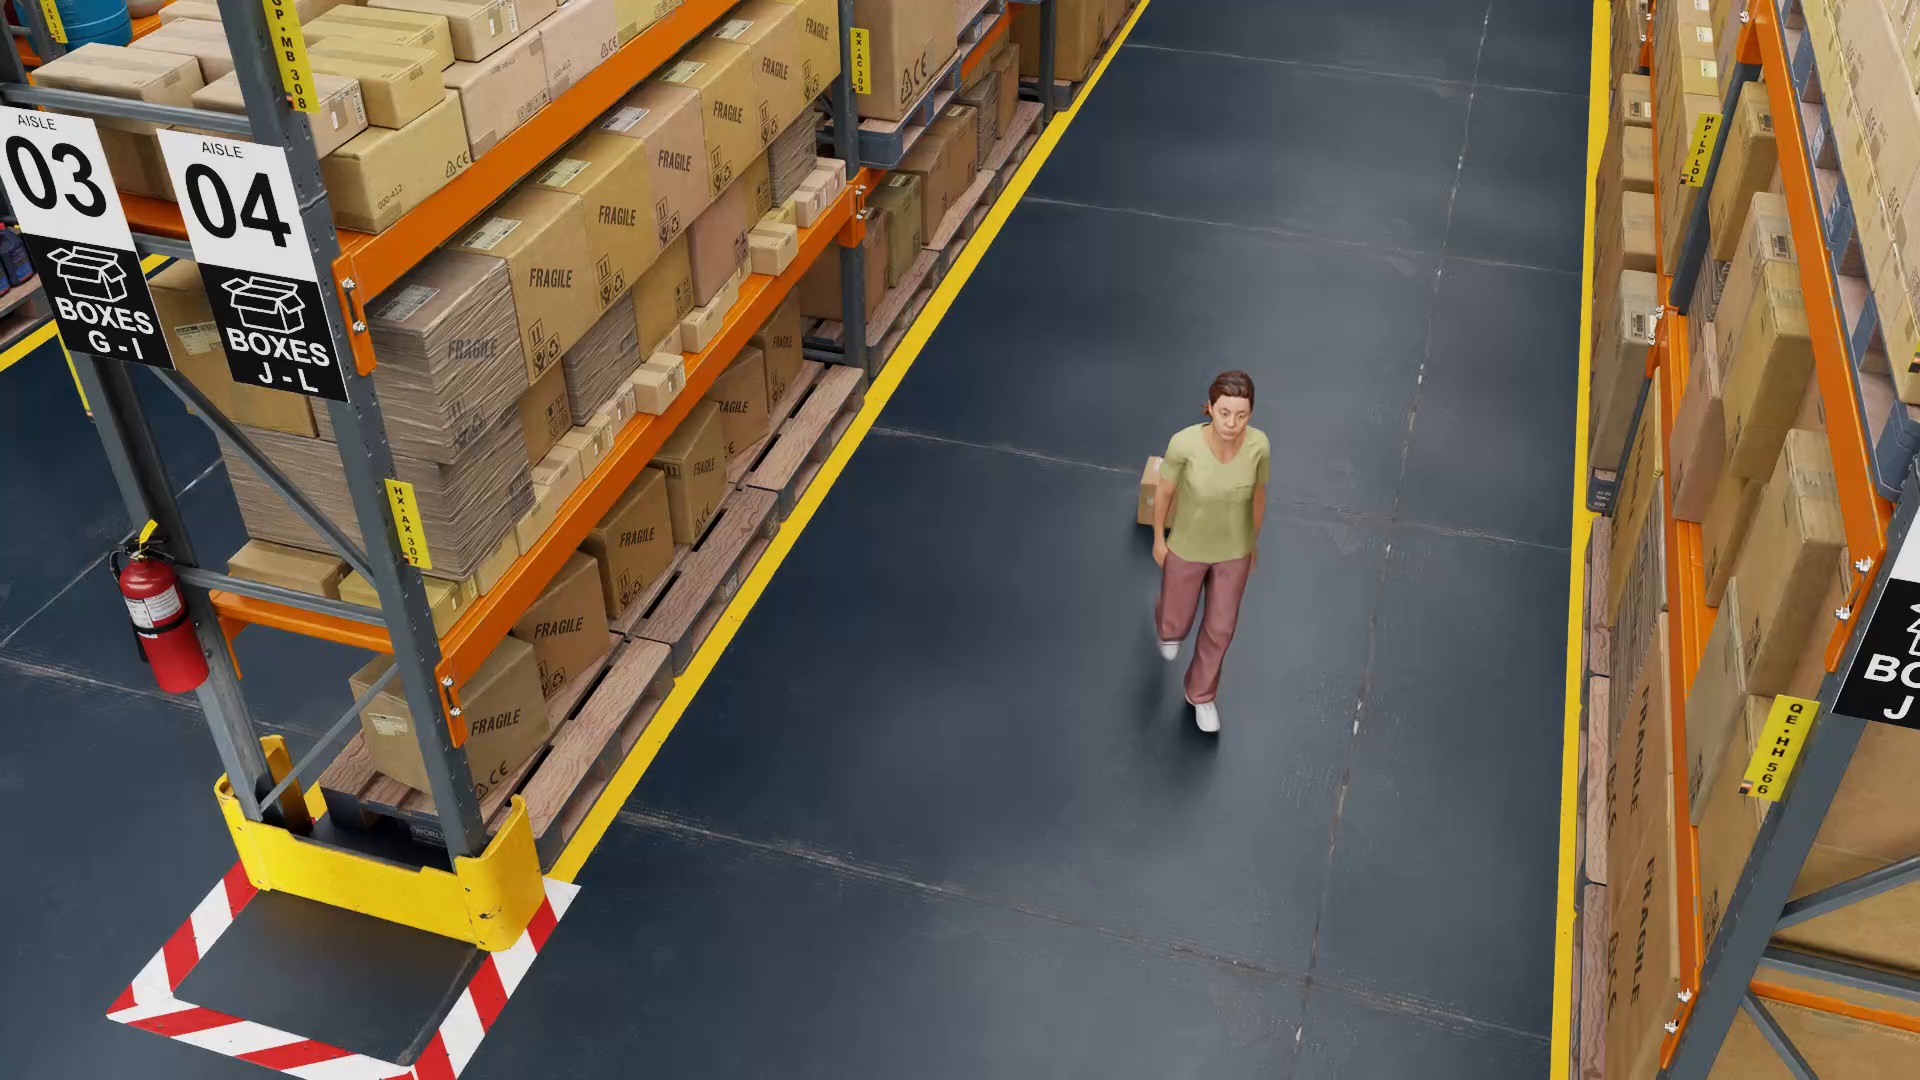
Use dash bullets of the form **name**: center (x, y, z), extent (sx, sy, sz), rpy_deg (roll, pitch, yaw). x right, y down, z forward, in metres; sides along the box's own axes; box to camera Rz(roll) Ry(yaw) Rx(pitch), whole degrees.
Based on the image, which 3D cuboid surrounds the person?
- **person**: center (1.012, -0.006, 6.867), extent (0.455, 1.657, 0.632), rpy_deg (-2, 37, -2)
